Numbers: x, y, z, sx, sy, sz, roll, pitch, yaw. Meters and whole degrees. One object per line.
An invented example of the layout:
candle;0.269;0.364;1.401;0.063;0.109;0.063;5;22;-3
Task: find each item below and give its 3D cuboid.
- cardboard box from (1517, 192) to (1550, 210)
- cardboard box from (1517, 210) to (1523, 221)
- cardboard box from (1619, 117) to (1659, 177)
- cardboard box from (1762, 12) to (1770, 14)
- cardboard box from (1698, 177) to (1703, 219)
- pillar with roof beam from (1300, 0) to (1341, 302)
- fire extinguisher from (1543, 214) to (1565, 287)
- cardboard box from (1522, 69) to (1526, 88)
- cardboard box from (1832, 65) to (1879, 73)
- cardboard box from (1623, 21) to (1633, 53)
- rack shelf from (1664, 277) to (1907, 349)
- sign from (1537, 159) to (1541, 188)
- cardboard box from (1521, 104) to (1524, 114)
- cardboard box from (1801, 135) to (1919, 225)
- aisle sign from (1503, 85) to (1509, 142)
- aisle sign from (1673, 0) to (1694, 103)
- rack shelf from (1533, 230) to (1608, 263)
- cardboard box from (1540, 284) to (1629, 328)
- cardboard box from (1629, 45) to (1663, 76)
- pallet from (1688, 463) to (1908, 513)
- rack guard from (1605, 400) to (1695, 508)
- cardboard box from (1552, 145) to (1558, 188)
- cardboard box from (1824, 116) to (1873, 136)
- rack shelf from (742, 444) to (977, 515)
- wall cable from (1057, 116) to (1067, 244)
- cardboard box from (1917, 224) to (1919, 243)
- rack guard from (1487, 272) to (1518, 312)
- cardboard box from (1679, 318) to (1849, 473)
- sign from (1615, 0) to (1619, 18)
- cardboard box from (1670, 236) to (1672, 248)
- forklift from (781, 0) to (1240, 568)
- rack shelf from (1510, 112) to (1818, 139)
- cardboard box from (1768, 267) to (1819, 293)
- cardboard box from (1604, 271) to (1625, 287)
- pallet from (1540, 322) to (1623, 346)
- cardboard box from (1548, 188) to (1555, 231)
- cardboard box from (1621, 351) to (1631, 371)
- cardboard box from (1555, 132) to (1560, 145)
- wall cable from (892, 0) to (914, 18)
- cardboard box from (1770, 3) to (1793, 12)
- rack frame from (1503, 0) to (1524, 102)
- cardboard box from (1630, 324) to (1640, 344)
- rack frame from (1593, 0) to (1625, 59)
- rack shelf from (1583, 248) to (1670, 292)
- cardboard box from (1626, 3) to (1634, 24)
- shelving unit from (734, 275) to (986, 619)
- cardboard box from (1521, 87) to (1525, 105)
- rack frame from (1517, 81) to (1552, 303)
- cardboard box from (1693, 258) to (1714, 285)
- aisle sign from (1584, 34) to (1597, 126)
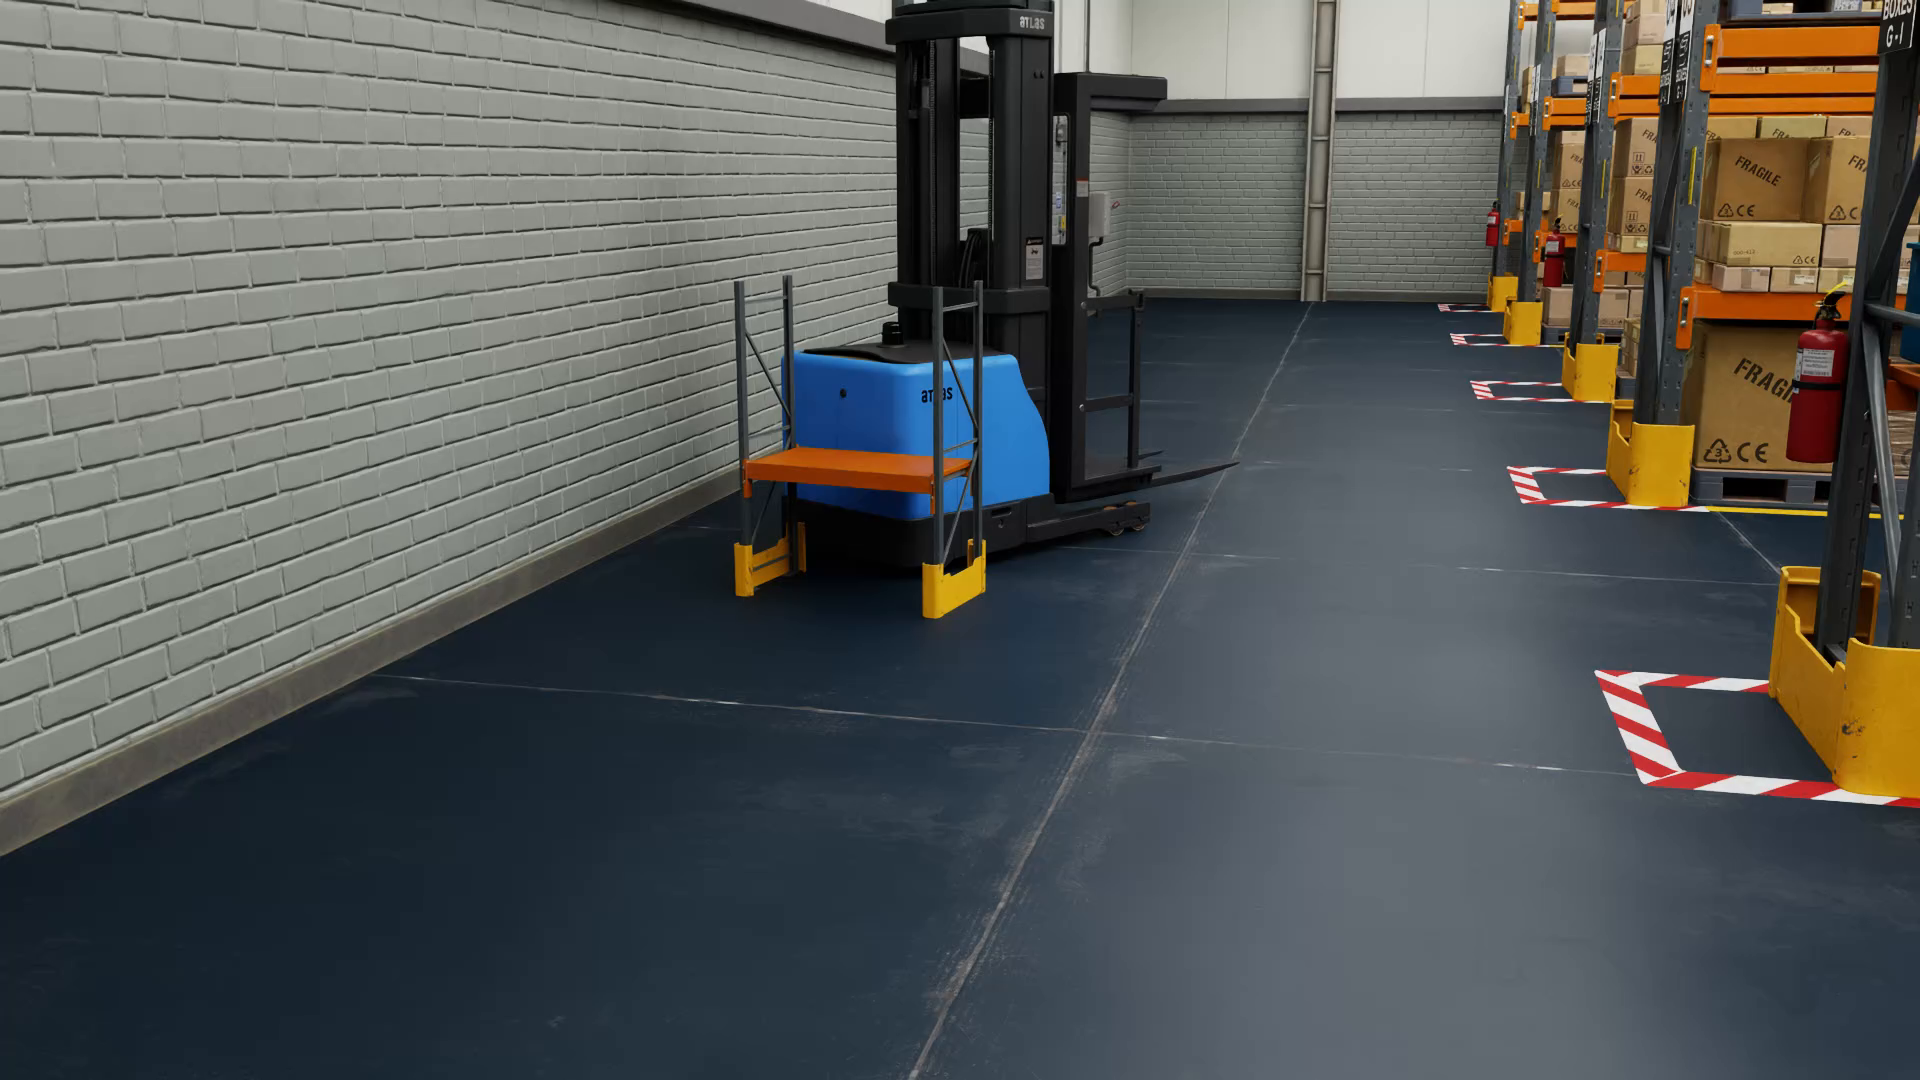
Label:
cardboard box;8.362;-4.908;24.089;0.500;0.250;0.500;3;13;14
cardboard box;8.239;-4.719;24.157;0.250;0.149;0.380;3;13;13
cardboard box;6.085;-3.429;14.538;0.500;0.500;0.500;3;13;13
cardboard box;6.583;-4.357;14.213;0.500;0.250;0.500;3;13;13
cardboard box;6.608;-2.916;14.535;0.500;0.500;0.500;3;13;14
pillar with roof beam;4.553;-7.269;21.221;0.400;9.000;9.100;3;13;14
fire extinguisher;5.578;-2.716;15.591;0.183;0.674;0.296;3;13;14
cardboard box;8.484;-6.732;24.232;0.500;0.250;0.500;3;13;12
cardboard box;7.599;-4.059;14.023;0.500;0.250;0.500;3;13;13
cardboard box;6.220;-4.491;14.816;0.500;0.250;0.500;3;13;12
rack shelf;6.368;-1.333;9.978;4.000;0.370;1.077;3;13;14
sign;6.661;-4.217;19.134;0.005;0.325;0.100;3;13;14
cardboard box;8.352;-6.290;24.313;0.250;0.149;0.380;3;13;15
cardboard box;5.313;-2.119;9.786;0.500;0.500;0.500;3;13;12
aisle sign;7.849;-6.127;23.923;0.004;0.787;0.394;3;13;14
aisle sign;4.284;-2.998;9.819;0.004;0.787;0.394;3;13;14
rack shelf;8.742;-3.417;19.371;4.000;0.370;1.077;3;13;14
cardboard box;7.465;-2.813;19.933;0.875;0.438;0.875;3;13;12
cardboard box;6.087;-4.140;14.390;0.500;0.250;0.500;4;13;16
pallet;5.221;-0.402;10.557;1.213;0.211;1.003;3;13;14
rack guard;4.403;-0.569;10.644;0.348;0.500;1.175;3;13;14
cardboard box;7.325;-4.434;19.755;0.500;0.500;0.500;4;13;15
cardboard box;7.571;-3.347;14.167;0.500;0.500;0.500;3;13;12
rack shelf;-0.472;-0.300;7.951;1.000;0.185;0.538;5;14;23
wall cable;1.320;-4.671;20.944;0.123;1.953;0.585;3;13;14
cardboard box;5.820;-1.726;9.748;0.500;0.250;0.500;3;13;12
rack guard;8.060;-3.692;24.719;0.348;0.500;1.175;3;13;14
cardboard box;5.066;-0.939;10.479;0.875;0.875;0.875;3;13;14
sign;5.582;-4.603;14.112;0.005;0.325;0.100;3;13;14
cardboard box;6.205;-2.613;14.666;0.250;0.149;0.380;4;13;16
forklift;0.444;-1.526;9.343;3.031;2.935;1.130;-12;17;-43
rack shelf;9.928;-5.925;23.752;4.000;0.370;1.077;3;13;14
cardboard box;4.941;-1.565;9.941;0.250;0.149;0.380;3;13;13
cardboard box;9.378;-3.797;24.222;0.500;0.500;0.700;4;13;16
pallet;7.595;-2.486;19.950;1.213;0.211;1.003;3;13;14
cardboard box;7.332;-3.952;19.888;0.500;0.500;0.500;3;13;14
cardboard box;6.273;-1.656;15.383;0.250;0.149;0.380;3;13;14
cardboard box;7.197;-4.749;19.677;0.250;0.149;0.380;3;13;14
wall cable;-0.238;-7.306;13.959;0.120;5.999;2.277;3;13;14
cardboard box;6.973;-4.541;14.121;0.250;0.149;0.380;3;13;15
rack frame;7.986;-7.845;23.817;0.127;3.000;1.000;3;13;14
cardboard box;6.140;-1.831;14.800;0.250;0.149;0.380;2;13;11
rack frame;5.712;-5.755;14.396;0.127;3.000;1.000;3;13;14
rack shelf;7.654;-2.371;14.656;4.000;0.370;1.077;3;13;14
cardboard box;6.105;-4.700;14.840;0.250;0.149;0.380;3;13;13
shelving unit;-0.480;-0.476;7.915;1.083;1.500;0.587;5;14;23
cardboard box;8.483;-6.487;24.280;0.500;0.250;0.500;3;13;13
rack frame;6.800;-3.872;19.761;0.127;3.000;1.000;3;13;14
cardboard box;4.850;-1.716;10.624;0.250;0.149;0.380;3;13;15
aisle sign;5.713;-4.162;15.065;0.004;0.787;0.394;3;13;14
